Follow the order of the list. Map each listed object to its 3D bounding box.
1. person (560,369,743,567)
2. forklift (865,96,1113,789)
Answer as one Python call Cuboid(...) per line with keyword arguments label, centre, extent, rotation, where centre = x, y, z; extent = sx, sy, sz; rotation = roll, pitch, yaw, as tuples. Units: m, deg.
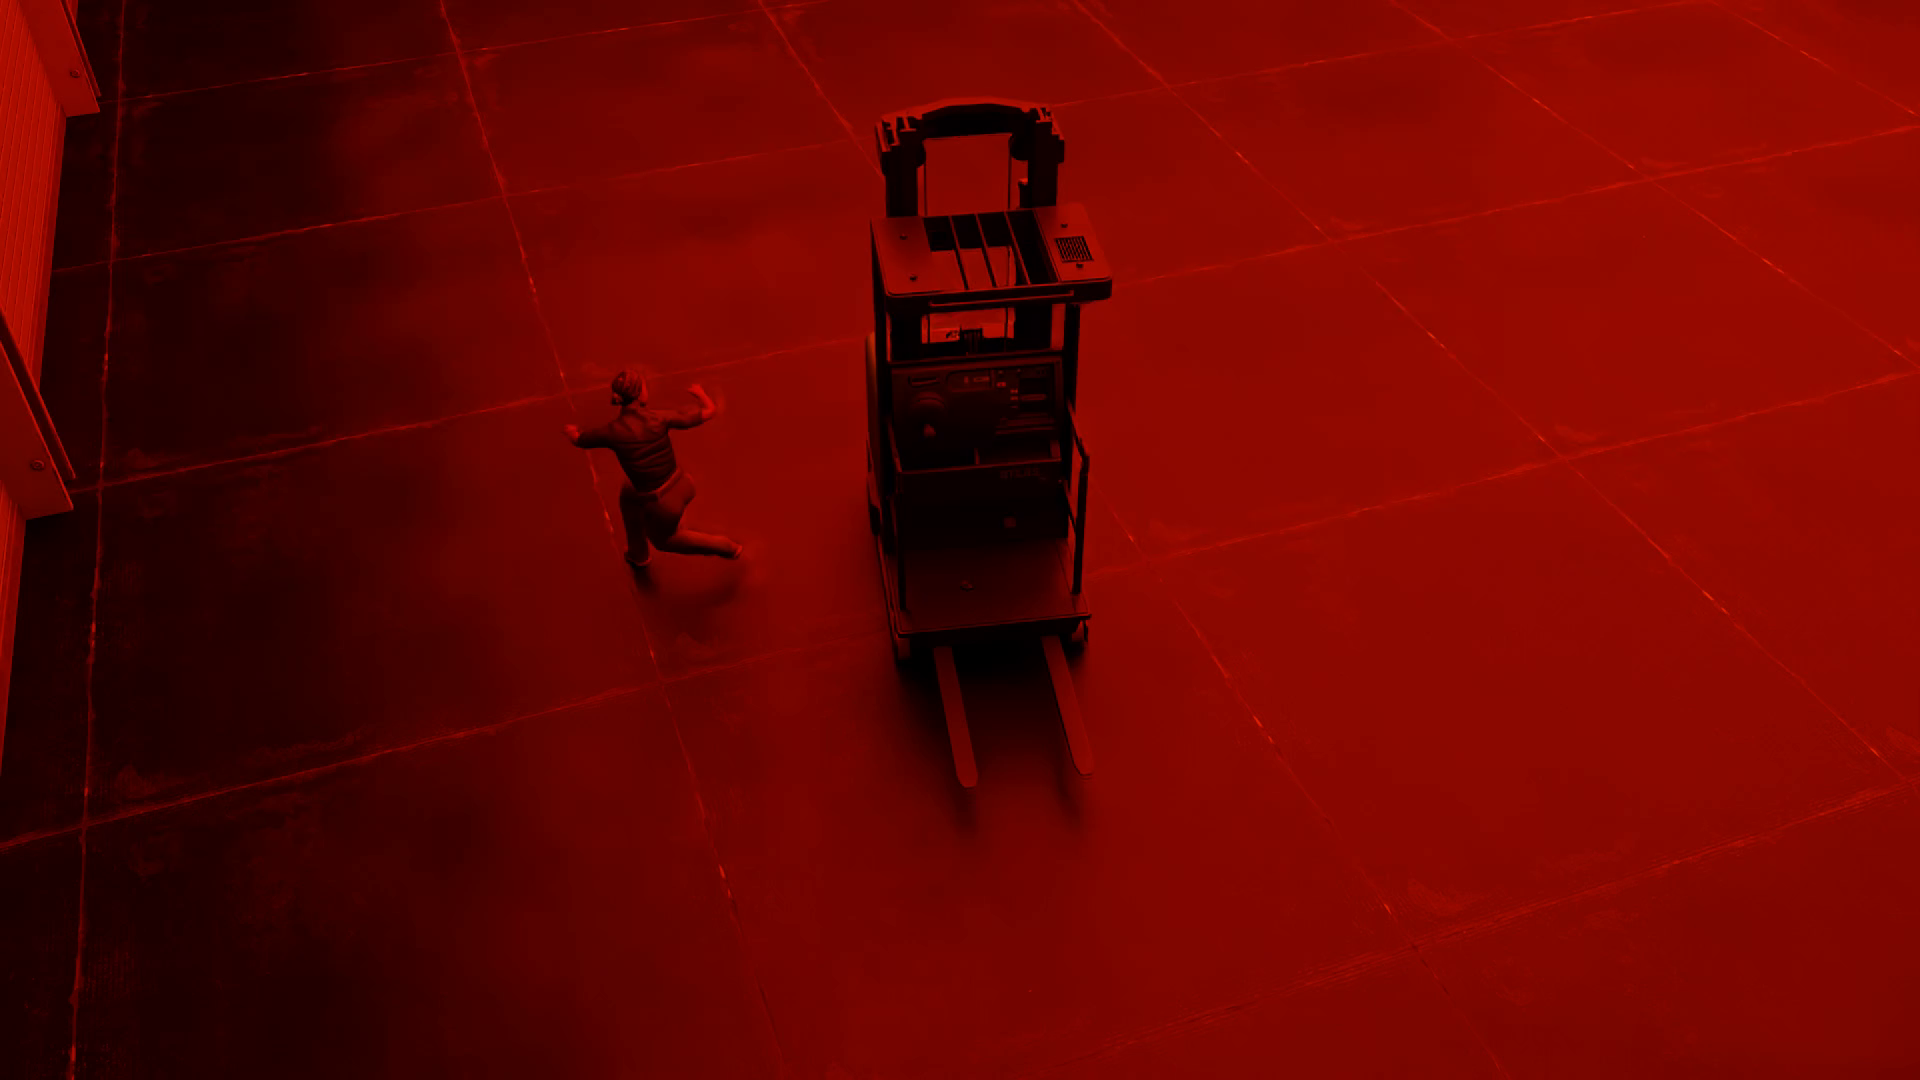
Cuboid(label="person", centre=(-1.797, -0.461, 9.745), extent=(1.088, 1.406, 0.795), rotation=(24, 46, 26))
Cuboid(label="forklift", centre=(0.129, -0.686, 8.814), extent=(1.130, 2.935, 3.031), rotation=(-5, 40, -6))
